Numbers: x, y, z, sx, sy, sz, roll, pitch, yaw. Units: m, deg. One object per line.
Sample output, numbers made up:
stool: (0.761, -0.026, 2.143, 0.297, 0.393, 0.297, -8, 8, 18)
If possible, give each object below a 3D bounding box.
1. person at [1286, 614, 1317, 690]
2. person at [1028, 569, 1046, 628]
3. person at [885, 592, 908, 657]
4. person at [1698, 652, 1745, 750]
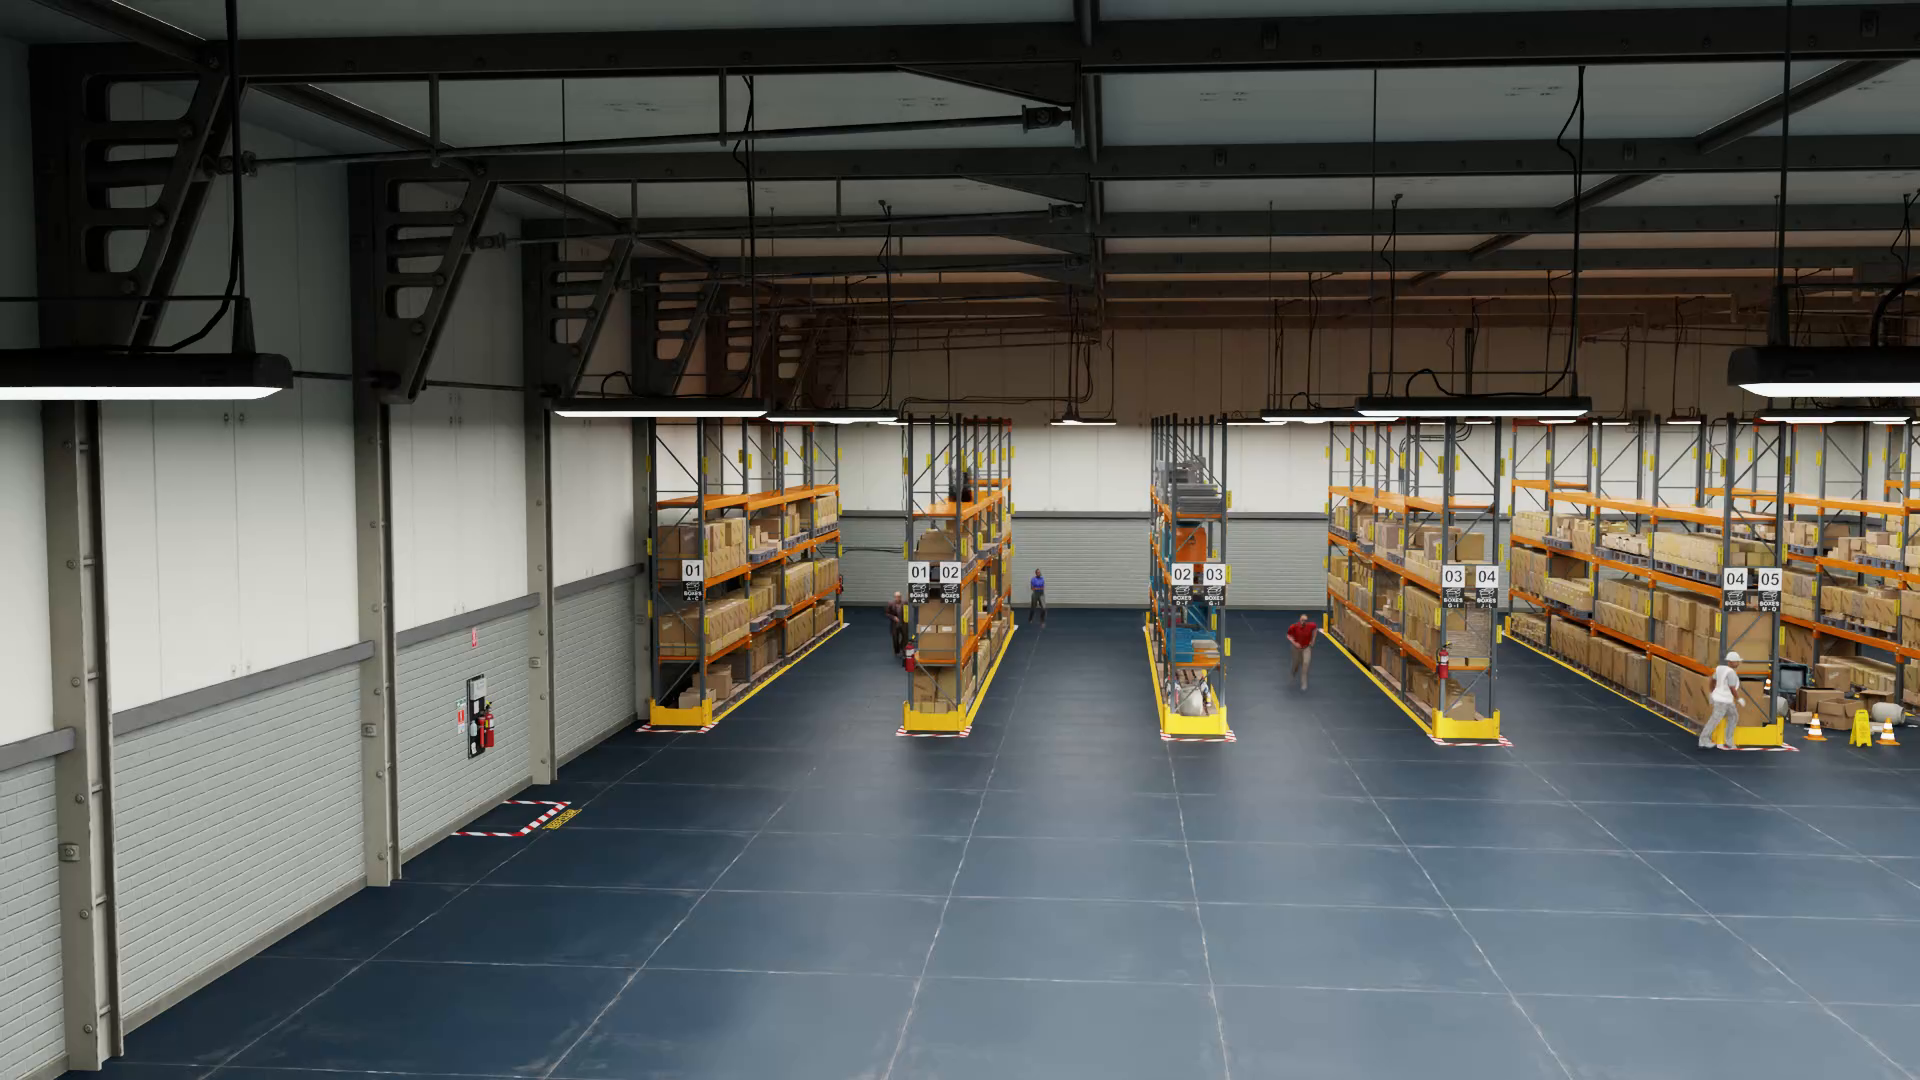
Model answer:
person: (7.533, 2.446, 36.827, 0.705, 1.696, 1.024, 0, 4, -6)
person: (2.233, 1.677, 47.869, 0.551, 1.715, 0.848, -2, 4, -24)
person: (-1.517, 2.163, 41.286, 0.700, 1.569, 0.855, 0, 4, -5)
person: (13.483, 2.878, 29.414, 0.732, 1.828, 0.632, 1, 4, 19)
